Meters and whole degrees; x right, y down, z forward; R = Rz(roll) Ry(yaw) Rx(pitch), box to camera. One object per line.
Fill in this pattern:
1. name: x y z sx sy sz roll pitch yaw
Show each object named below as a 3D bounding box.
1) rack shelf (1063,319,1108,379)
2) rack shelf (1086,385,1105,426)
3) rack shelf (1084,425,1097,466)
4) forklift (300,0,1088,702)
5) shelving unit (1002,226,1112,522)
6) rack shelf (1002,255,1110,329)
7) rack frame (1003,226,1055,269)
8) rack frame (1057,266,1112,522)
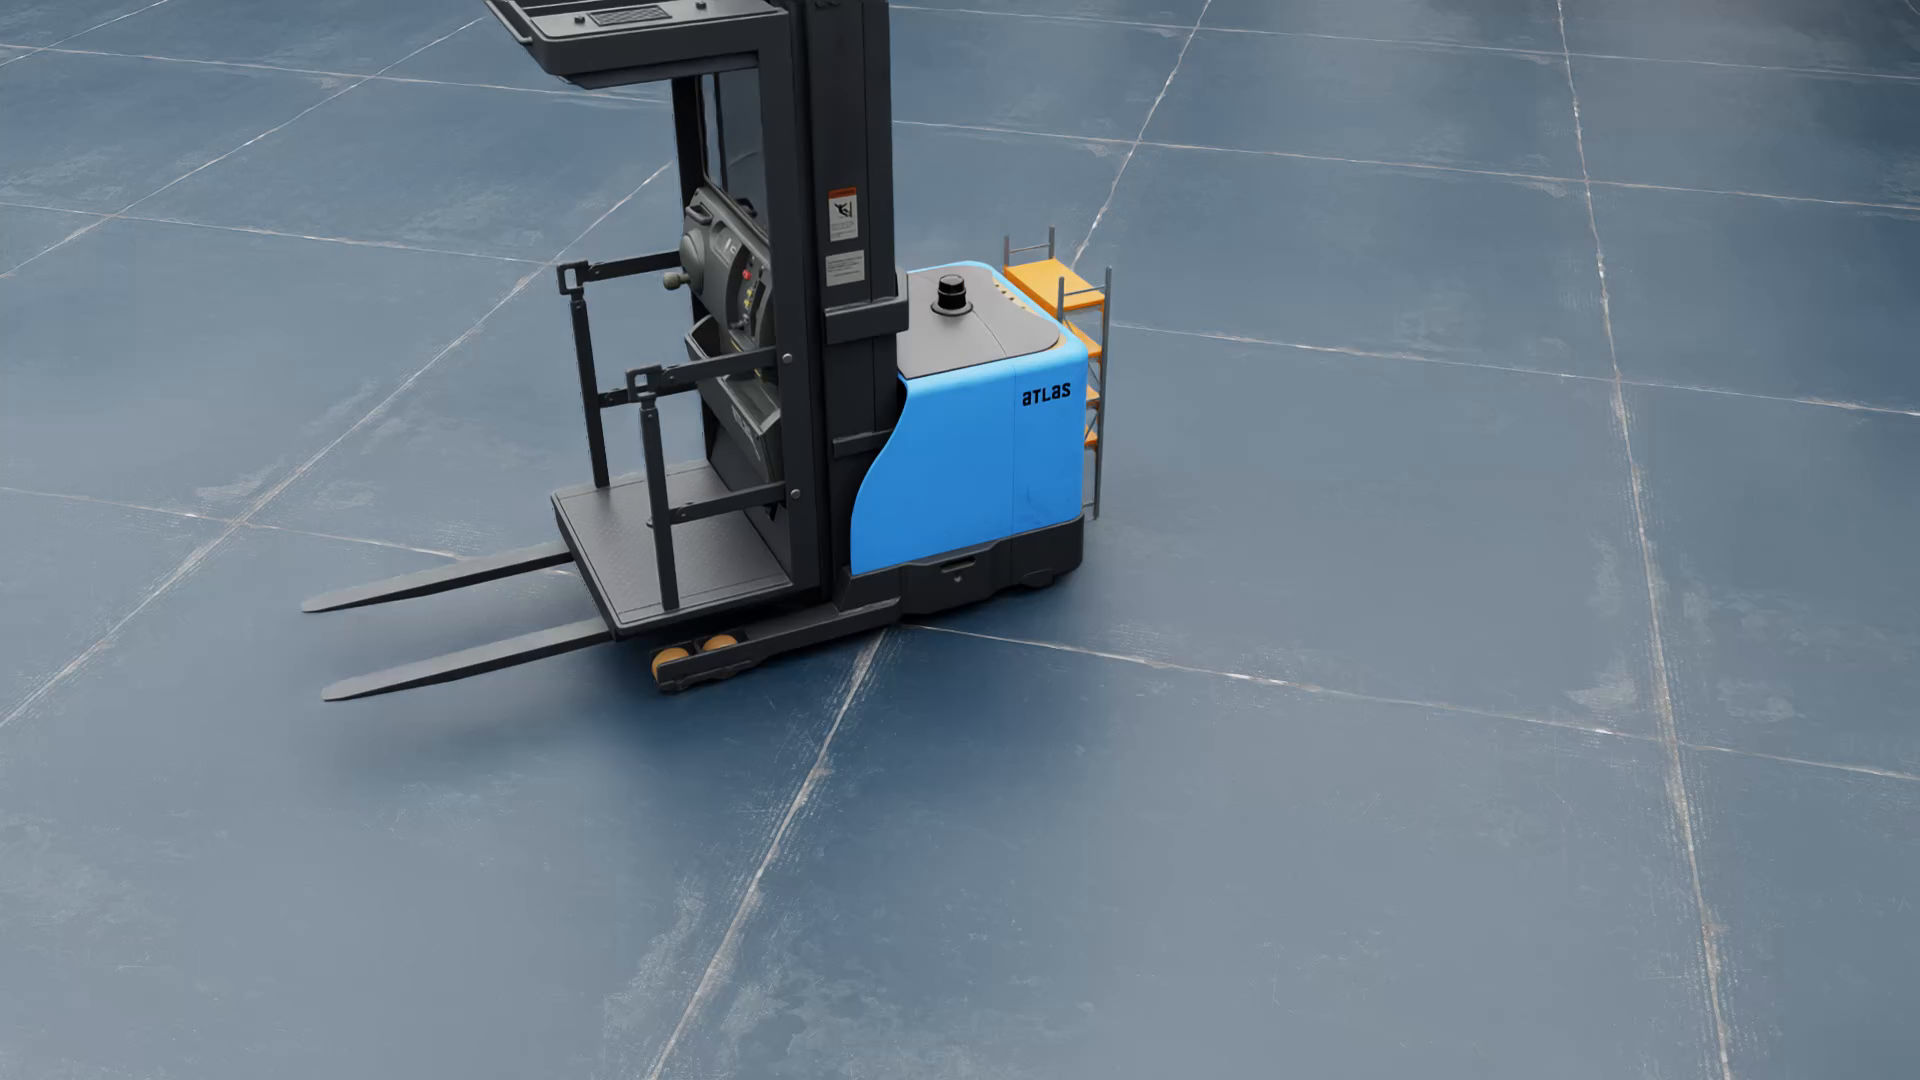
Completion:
1. rack shelf: 0.401 -0.826 7.140 0.258 0.148 0.480 -14 35 -21
2. rack shelf: 0.401 -0.638 7.260 0.258 0.148 0.480 -14 35 -21
3. rack shelf: 0.401 -0.470 7.367 0.258 0.148 0.480 -14 35 -21
4. forklift: -1.044 -0.982 6.062 3.031 2.935 1.130 -14 35 -21
5. shelving unit: 0.401 -0.694 7.224 0.258 1.200 0.503 -14 35 -21
6. rack shelf: 0.401 -1.026 7.013 0.258 0.148 0.480 -14 35 -21
7. rack frame: 0.296 -0.813 7.410 0.240 1.200 0.015 -14 35 -21
8. rack frame: 0.506 -0.576 7.038 0.240 1.200 0.015 -14 35 -21
